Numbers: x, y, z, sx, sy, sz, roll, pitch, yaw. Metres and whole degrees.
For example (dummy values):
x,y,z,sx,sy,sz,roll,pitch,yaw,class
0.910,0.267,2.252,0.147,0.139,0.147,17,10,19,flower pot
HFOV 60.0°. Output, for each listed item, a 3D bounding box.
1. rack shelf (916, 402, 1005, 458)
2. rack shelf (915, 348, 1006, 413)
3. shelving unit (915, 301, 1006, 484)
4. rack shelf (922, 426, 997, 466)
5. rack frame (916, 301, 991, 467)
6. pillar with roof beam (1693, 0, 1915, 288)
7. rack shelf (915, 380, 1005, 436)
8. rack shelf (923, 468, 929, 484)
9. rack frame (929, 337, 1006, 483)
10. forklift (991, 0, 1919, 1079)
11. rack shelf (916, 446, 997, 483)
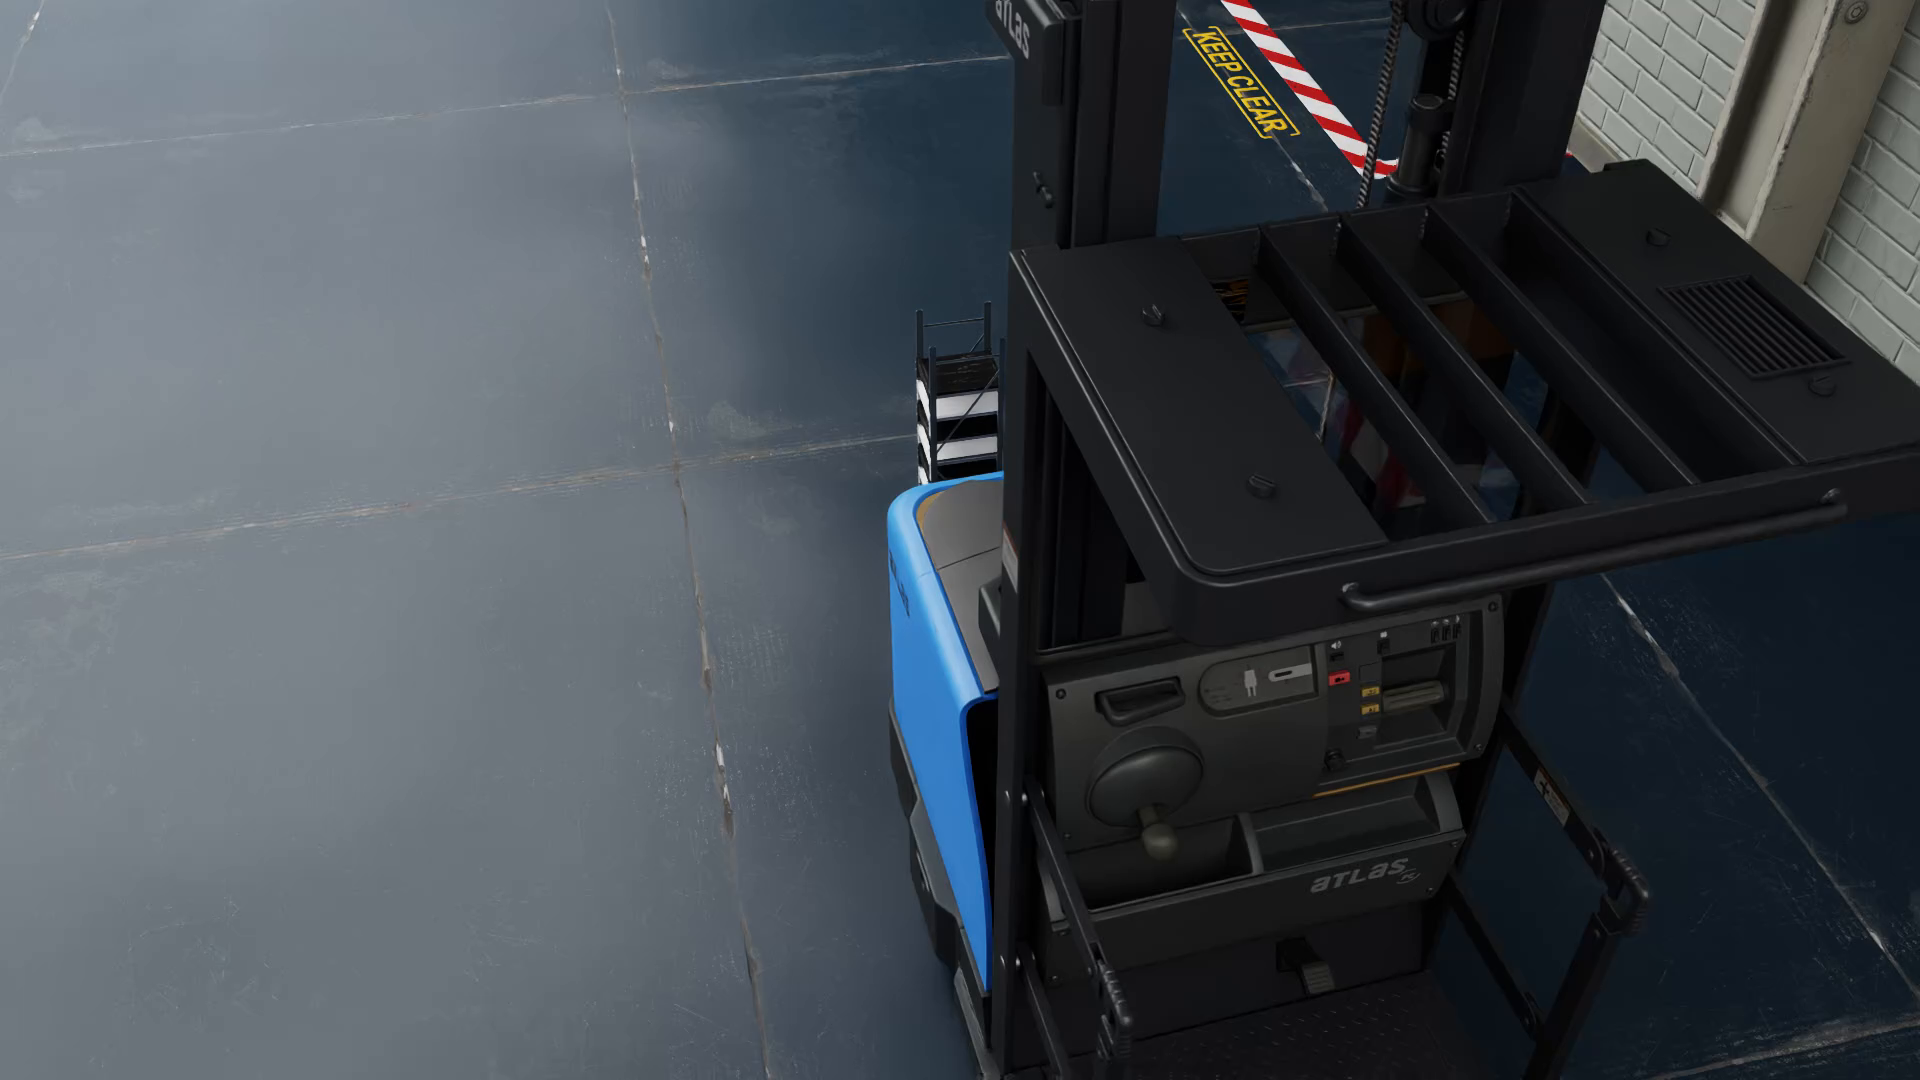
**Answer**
x,y,z,sx,sy,sz,roll,pitch,yaw,class
0.002,-0.374,5.408,0.258,0.077,0.200,-8,42,-9,rack shelf
0.002,-0.508,5.288,0.258,0.077,0.200,-8,42,-9,rack shelf
0.002,-0.331,5.445,0.258,0.900,0.210,-8,42,-9,shelving unit
0.002,-0.322,5.454,0.221,0.026,0.190,-8,42,-9,rack shelf
-0.020,-0.397,5.520,0.240,0.900,0.006,-8,42,-9,rack frame
-1.145,-3.612,3.041,9.100,9.000,0.400,-8,42,-9,pillar with roof beam
0.002,-0.441,5.348,0.258,0.077,0.200,-8,42,-9,rack shelf
0.002,-0.187,5.573,0.221,0.026,0.190,-8,42,-9,rack shelf
0.024,-0.265,5.371,0.240,0.900,0.006,-8,42,-9,rack frame
0.665,0.438,3.048,1.110,2.935,3.031,-10,43,-11,forklift
0.002,-0.239,5.527,0.258,0.077,0.200,-8,42,-9,rack shelf
